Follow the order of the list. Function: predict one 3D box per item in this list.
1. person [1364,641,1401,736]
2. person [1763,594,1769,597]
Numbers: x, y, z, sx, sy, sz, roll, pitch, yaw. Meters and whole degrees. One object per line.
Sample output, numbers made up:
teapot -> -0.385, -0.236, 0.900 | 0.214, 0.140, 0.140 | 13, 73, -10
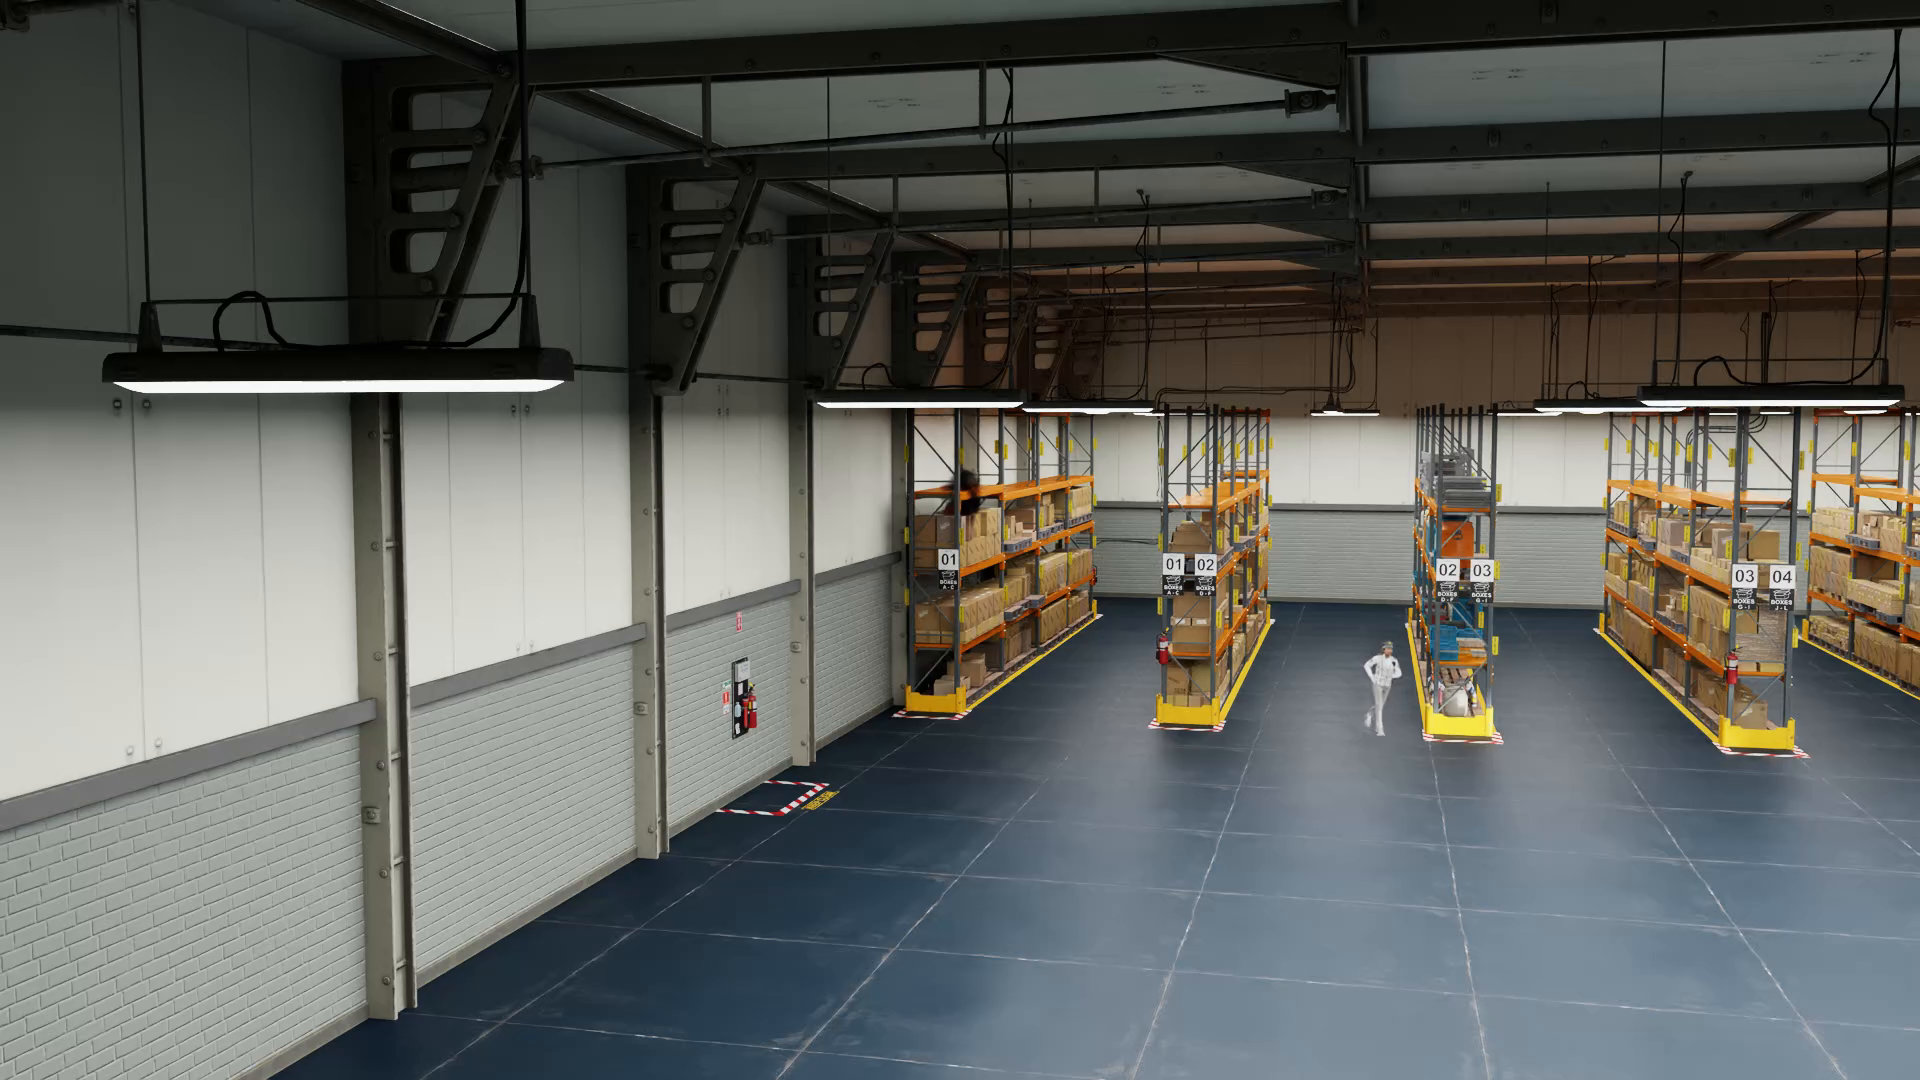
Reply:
person -> 7.745, 2.683, 30.433 | 0.640, 1.700, 0.879 | -1, 4, -11
person -> 21.243, 1.687, 43.852 | 0.880, 1.658, 0.625 | -2, 5, -30
